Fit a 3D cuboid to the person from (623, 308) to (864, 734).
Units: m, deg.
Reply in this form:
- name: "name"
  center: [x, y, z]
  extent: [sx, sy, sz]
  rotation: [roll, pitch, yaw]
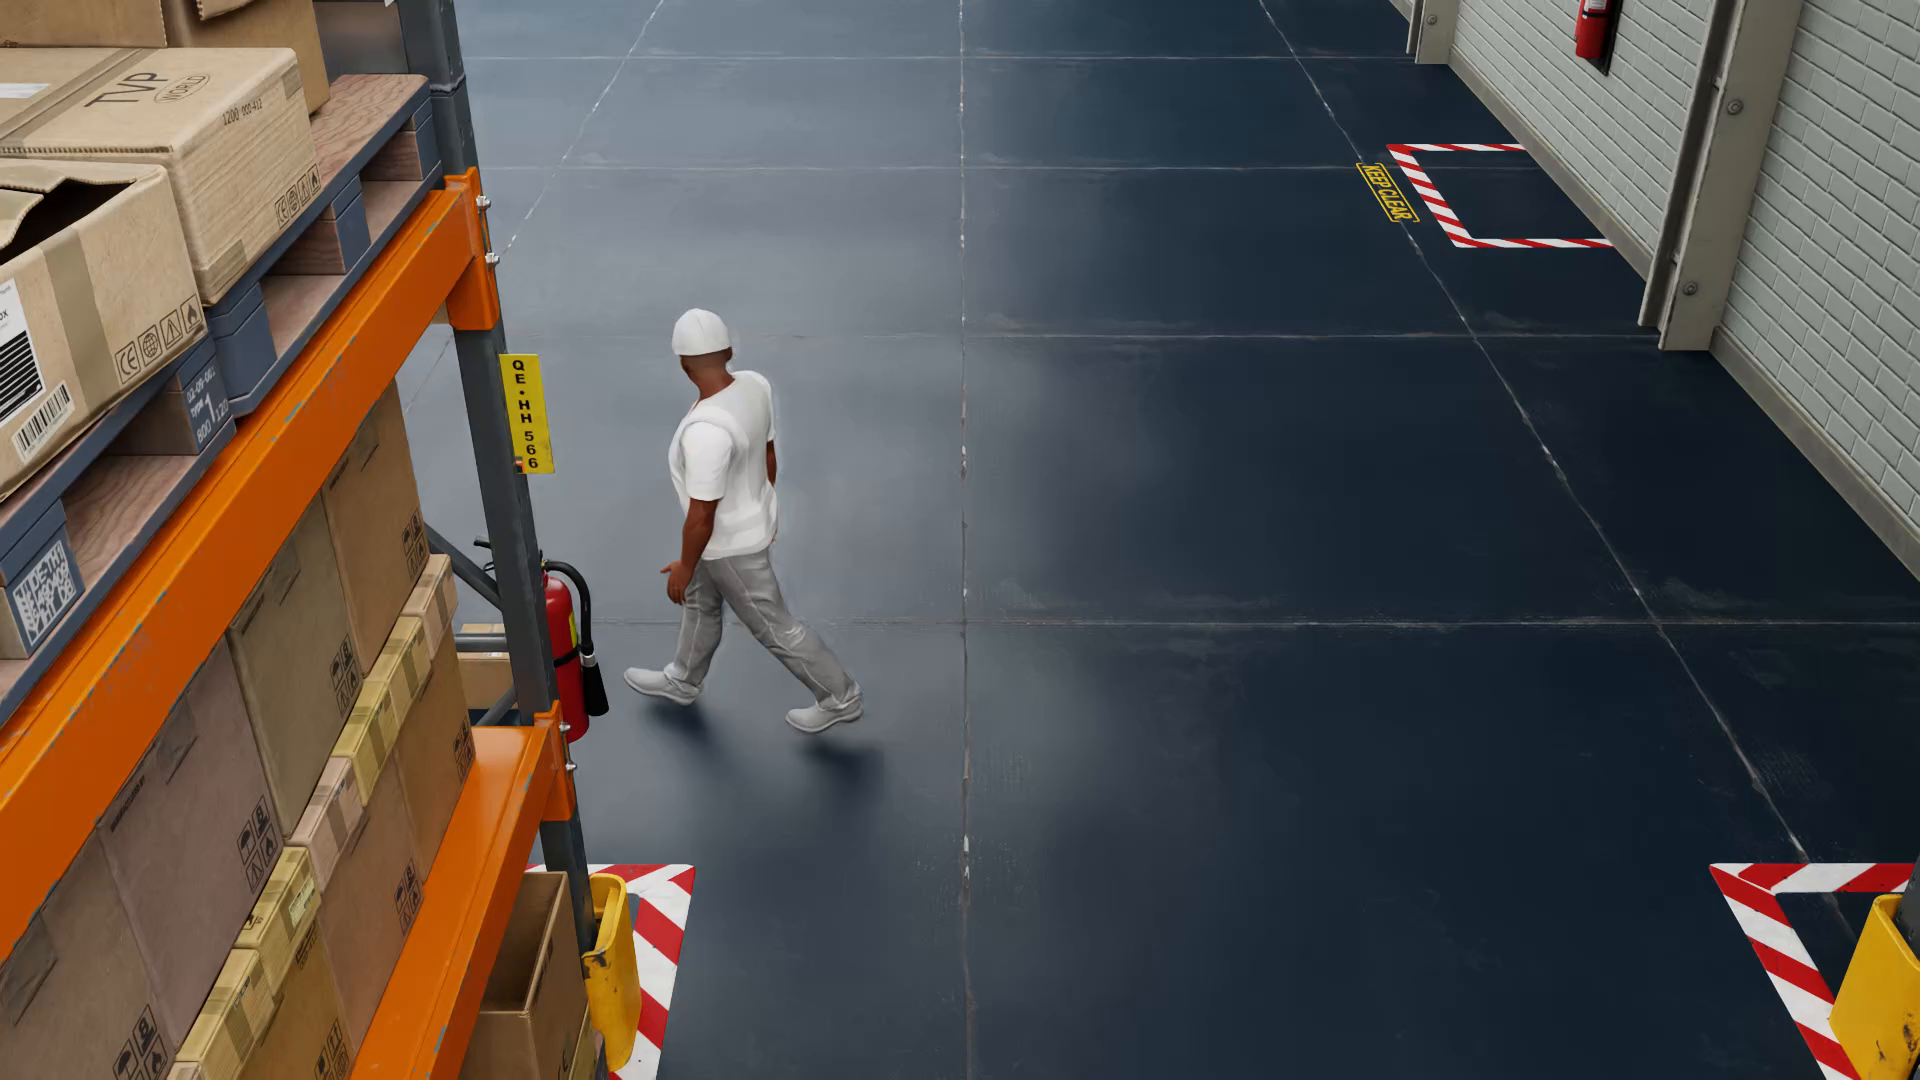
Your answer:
- name: "person"
  center: [-0.871, -0.035, 6.180]
  extent: [0.999, 1.740, 0.584]
  rotation: [2, 31, 4]
